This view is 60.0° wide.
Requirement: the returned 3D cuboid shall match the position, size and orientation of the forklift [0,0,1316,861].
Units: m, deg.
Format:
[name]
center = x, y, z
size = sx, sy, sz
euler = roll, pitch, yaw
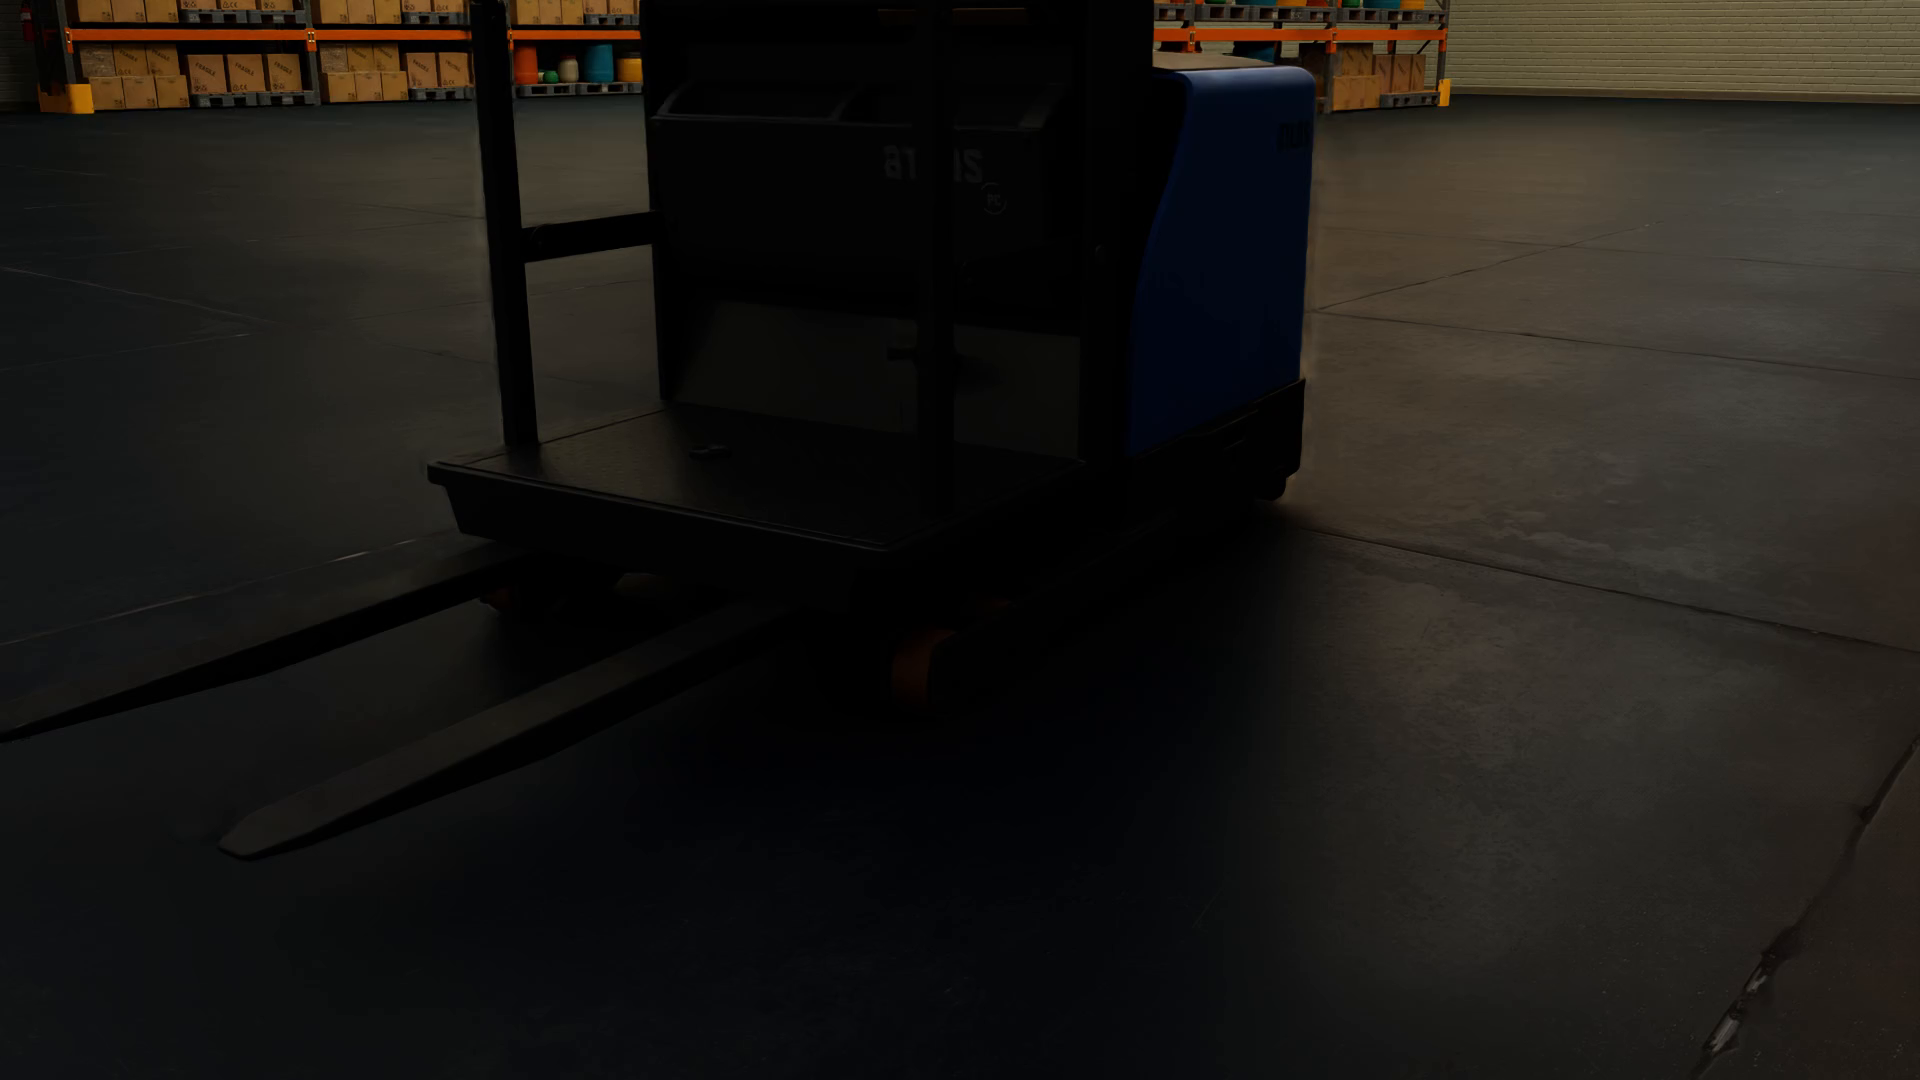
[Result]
[forklift]
center = -0.323, -1.242, 2.986
size = 1.130, 2.935, 3.031
euler = 10, 20, 30
